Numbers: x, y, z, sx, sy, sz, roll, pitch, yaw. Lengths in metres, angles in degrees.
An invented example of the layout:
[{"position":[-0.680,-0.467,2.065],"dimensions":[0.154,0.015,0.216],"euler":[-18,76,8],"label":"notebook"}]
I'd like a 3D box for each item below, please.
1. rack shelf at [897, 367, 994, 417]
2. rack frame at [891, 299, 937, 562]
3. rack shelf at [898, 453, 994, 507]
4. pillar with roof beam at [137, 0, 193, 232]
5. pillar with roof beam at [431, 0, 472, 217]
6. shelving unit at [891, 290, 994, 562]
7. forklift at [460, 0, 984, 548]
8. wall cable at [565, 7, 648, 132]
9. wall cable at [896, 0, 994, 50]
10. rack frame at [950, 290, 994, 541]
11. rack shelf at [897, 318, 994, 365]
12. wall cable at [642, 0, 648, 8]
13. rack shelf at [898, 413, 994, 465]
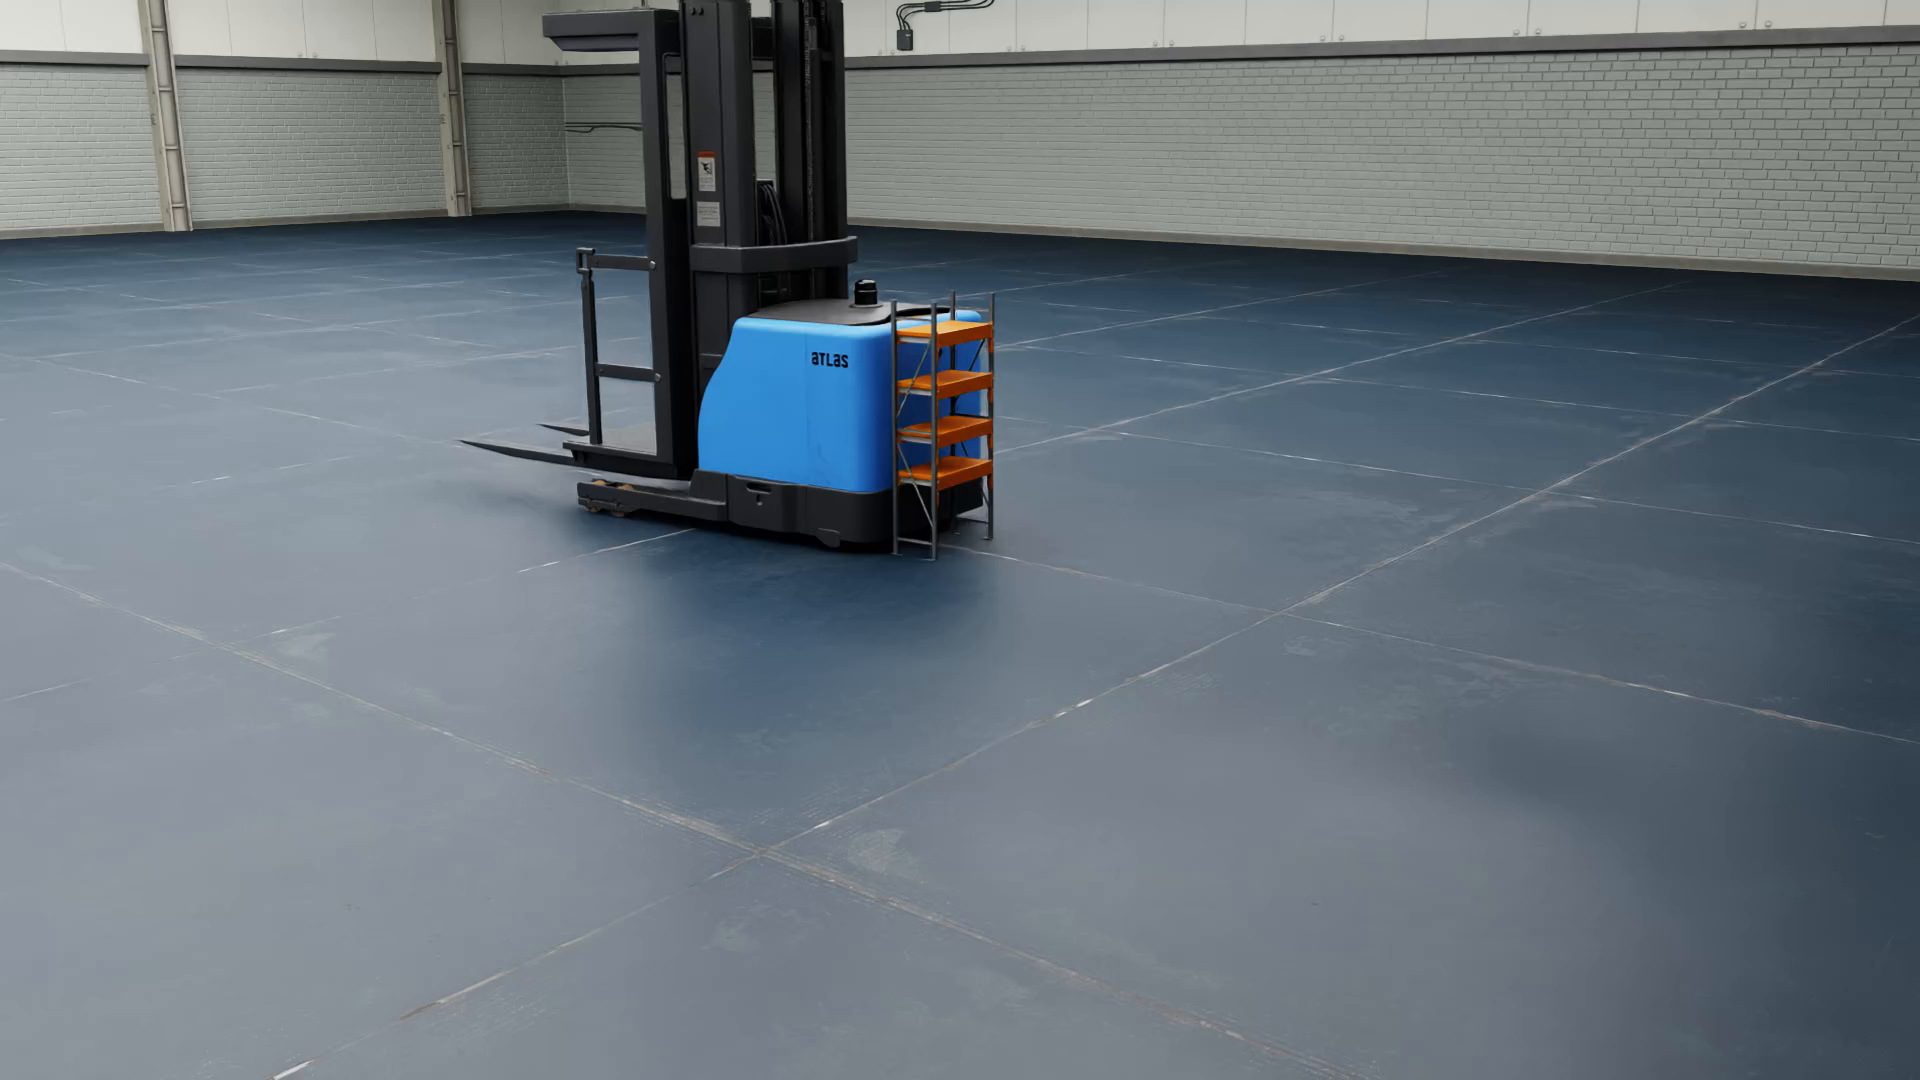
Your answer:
[{"position":[-0.076,-0.697,7.795],"dimensions":[0.258,0.148,0.480],"euler":[9,17,32],"label":"rack shelf"},{"position":[-0.209,-0.495,7.635],"dimensions":[0.240,1.200,0.015],"euler":[9,17,32],"label":"rack frame"},{"position":[-0.076,-0.288,7.899],"dimensions":[0.258,0.148,0.480],"euler":[9,17,32],"label":"rack shelf"},{"position":[-10.914,-9.341,26.618],"dimensions":[9.100,9.000,0.400],"euler":[11,18,38],"label":"pillar with roof beam"},{"position":[-7.143,-10.490,31.141],"dimensions":[9.100,9.000,0.400],"euler":[11,18,38],"label":"pillar with roof beam"},{"position":[-0.076,-0.546,7.834],"dimensions":[0.258,1.200,0.503],"euler":[9,17,32],"label":"shelving unit"},{"position":[-1.394,-1.637,8.613],"dimensions":[3.031,2.935,1.130],"euler":[9,17,32],"label":"forklift"},{"position":[-7.612,-10.011,35.561],"dimensions":[3.097,2.526,0.112],"euler":[11,18,38],"label":"wall cable"},{"position":[-0.237,-11.692,28.965],"dimensions":[2.305,6.003,0.169],"euler":[11,18,38],"label":"wall cable"},{"position":[0.057,-0.596,8.032],"dimensions":[0.240,1.200,0.015],"euler":[9,17,32],"label":"rack frame"},{"position":[-0.076,-0.926,7.737],"dimensions":[0.258,0.148,0.480],"euler":[9,17,32],"label":"rack shelf"},{"position":[-5.507,-12.040,33.291],"dimensions":[3.097,2.526,0.112],"euler":[11,18,38],"label":"wall cable"},{"position":[-0.076,-0.480,7.850],"dimensions":[0.258,0.148,0.480],"euler":[9,17,32],"label":"rack shelf"}]
